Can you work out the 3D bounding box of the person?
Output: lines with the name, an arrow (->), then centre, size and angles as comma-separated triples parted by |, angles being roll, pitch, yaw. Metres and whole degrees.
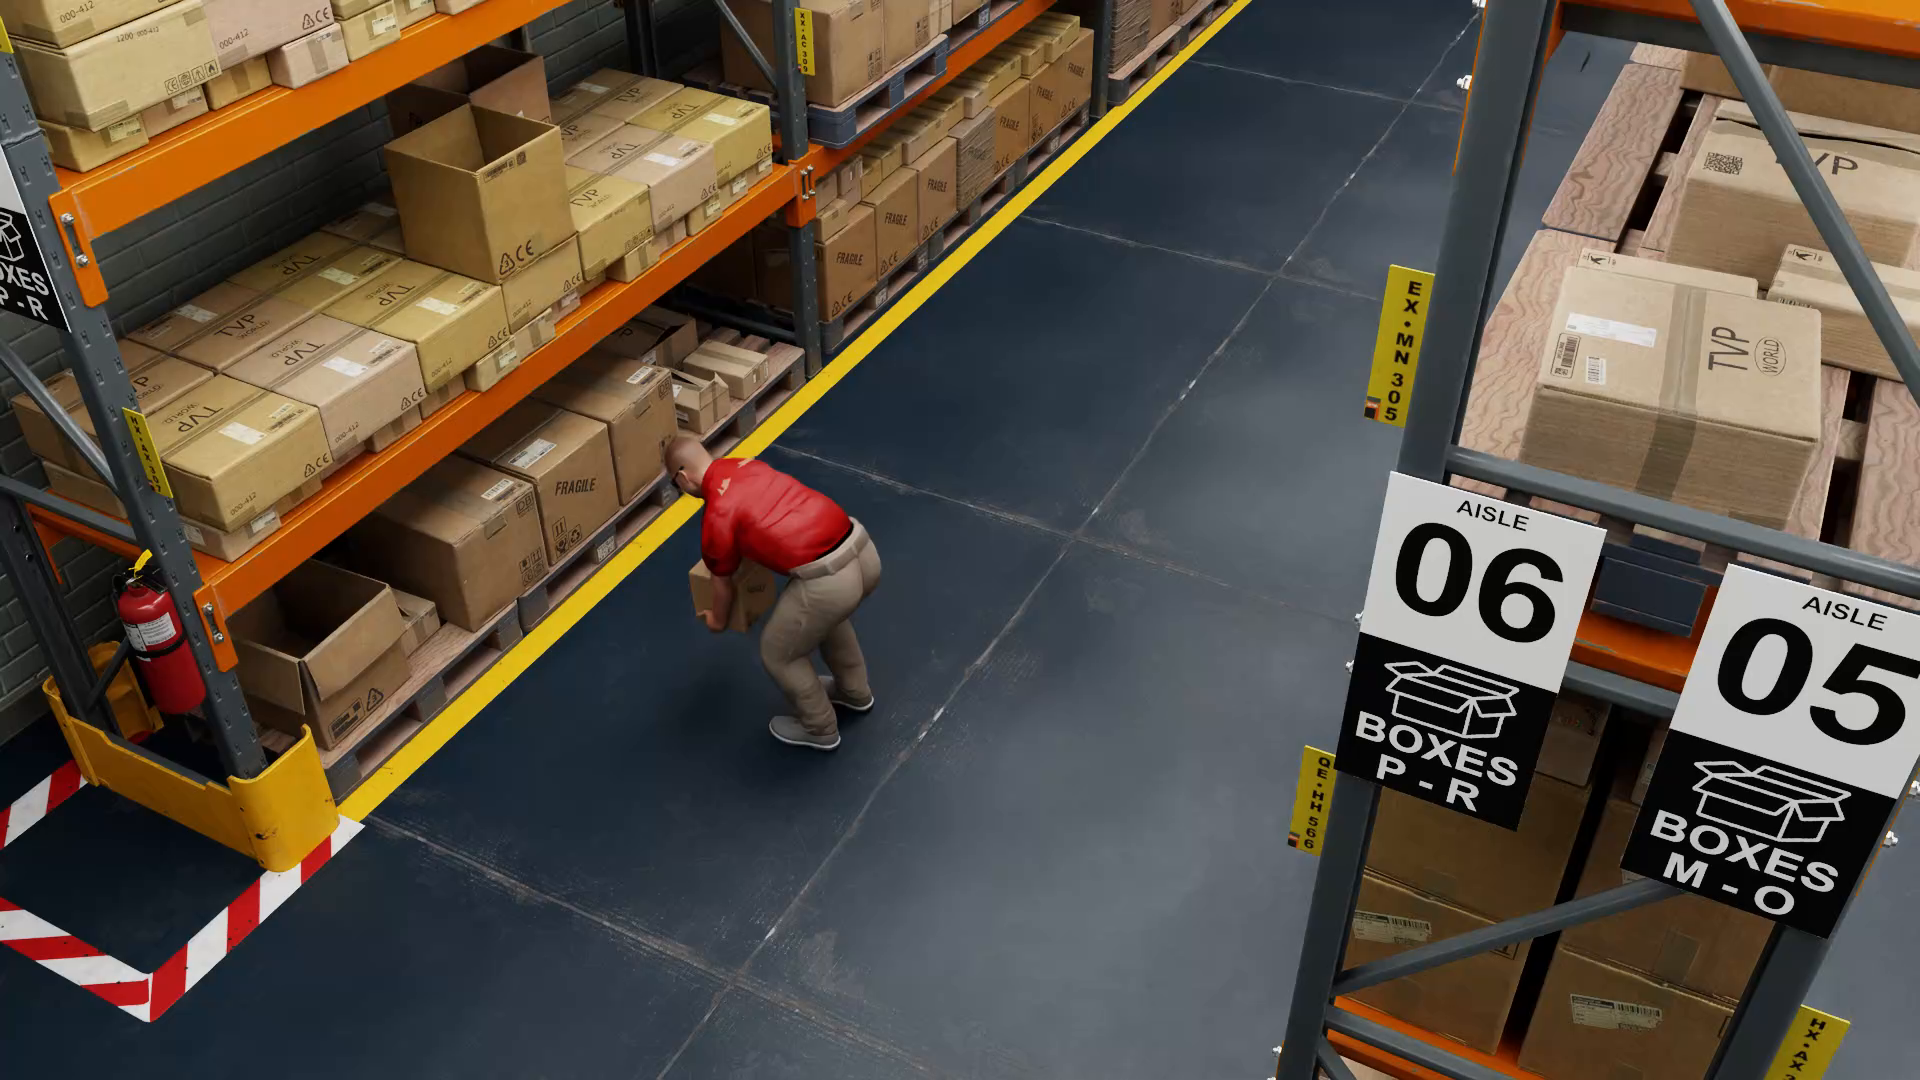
person -> -0.764, 0.205, 6.851 | 0.898, 1.302, 0.495 | 16, 41, 20
